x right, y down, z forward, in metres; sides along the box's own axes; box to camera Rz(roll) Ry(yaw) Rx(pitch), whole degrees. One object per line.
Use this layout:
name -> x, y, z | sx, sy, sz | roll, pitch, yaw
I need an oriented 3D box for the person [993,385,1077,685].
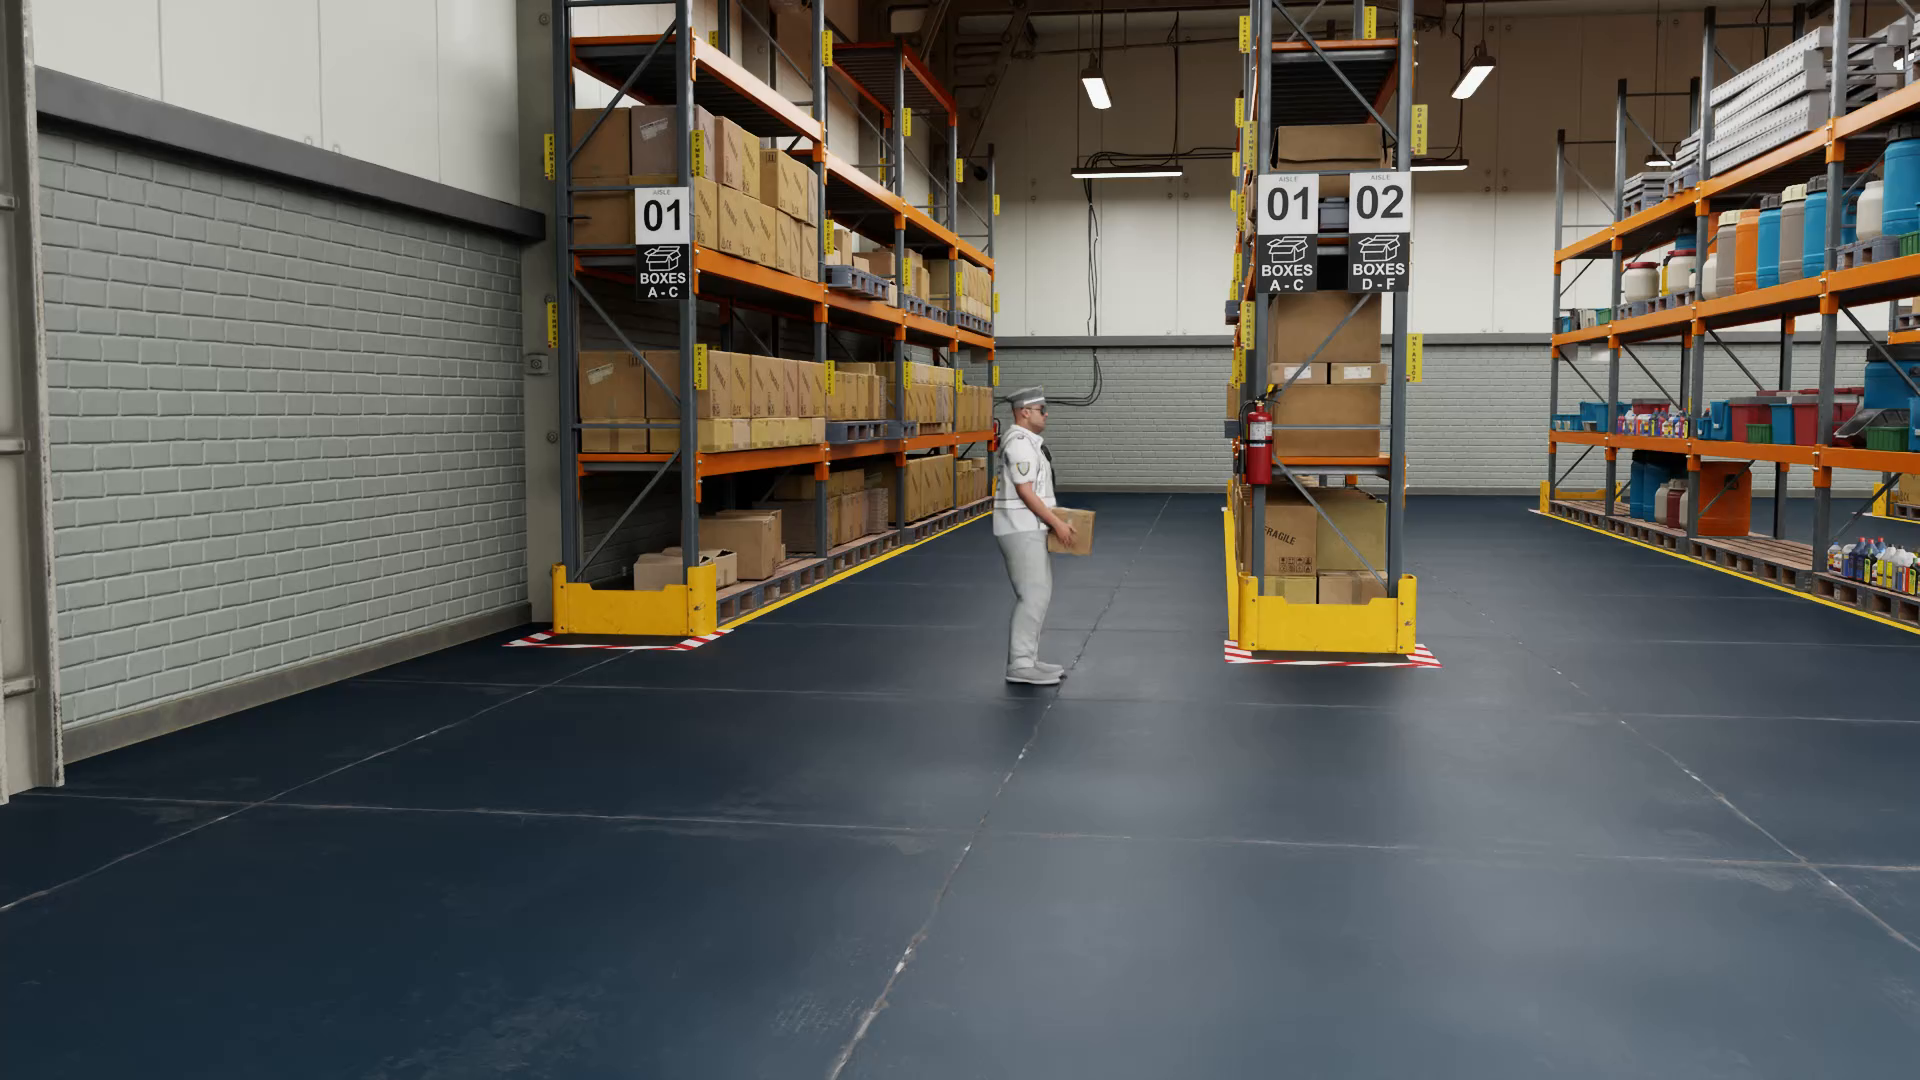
person -> 0.459, -0.044, 9.993 | 0.513, 1.772, 0.530 | 1, 4, 8
